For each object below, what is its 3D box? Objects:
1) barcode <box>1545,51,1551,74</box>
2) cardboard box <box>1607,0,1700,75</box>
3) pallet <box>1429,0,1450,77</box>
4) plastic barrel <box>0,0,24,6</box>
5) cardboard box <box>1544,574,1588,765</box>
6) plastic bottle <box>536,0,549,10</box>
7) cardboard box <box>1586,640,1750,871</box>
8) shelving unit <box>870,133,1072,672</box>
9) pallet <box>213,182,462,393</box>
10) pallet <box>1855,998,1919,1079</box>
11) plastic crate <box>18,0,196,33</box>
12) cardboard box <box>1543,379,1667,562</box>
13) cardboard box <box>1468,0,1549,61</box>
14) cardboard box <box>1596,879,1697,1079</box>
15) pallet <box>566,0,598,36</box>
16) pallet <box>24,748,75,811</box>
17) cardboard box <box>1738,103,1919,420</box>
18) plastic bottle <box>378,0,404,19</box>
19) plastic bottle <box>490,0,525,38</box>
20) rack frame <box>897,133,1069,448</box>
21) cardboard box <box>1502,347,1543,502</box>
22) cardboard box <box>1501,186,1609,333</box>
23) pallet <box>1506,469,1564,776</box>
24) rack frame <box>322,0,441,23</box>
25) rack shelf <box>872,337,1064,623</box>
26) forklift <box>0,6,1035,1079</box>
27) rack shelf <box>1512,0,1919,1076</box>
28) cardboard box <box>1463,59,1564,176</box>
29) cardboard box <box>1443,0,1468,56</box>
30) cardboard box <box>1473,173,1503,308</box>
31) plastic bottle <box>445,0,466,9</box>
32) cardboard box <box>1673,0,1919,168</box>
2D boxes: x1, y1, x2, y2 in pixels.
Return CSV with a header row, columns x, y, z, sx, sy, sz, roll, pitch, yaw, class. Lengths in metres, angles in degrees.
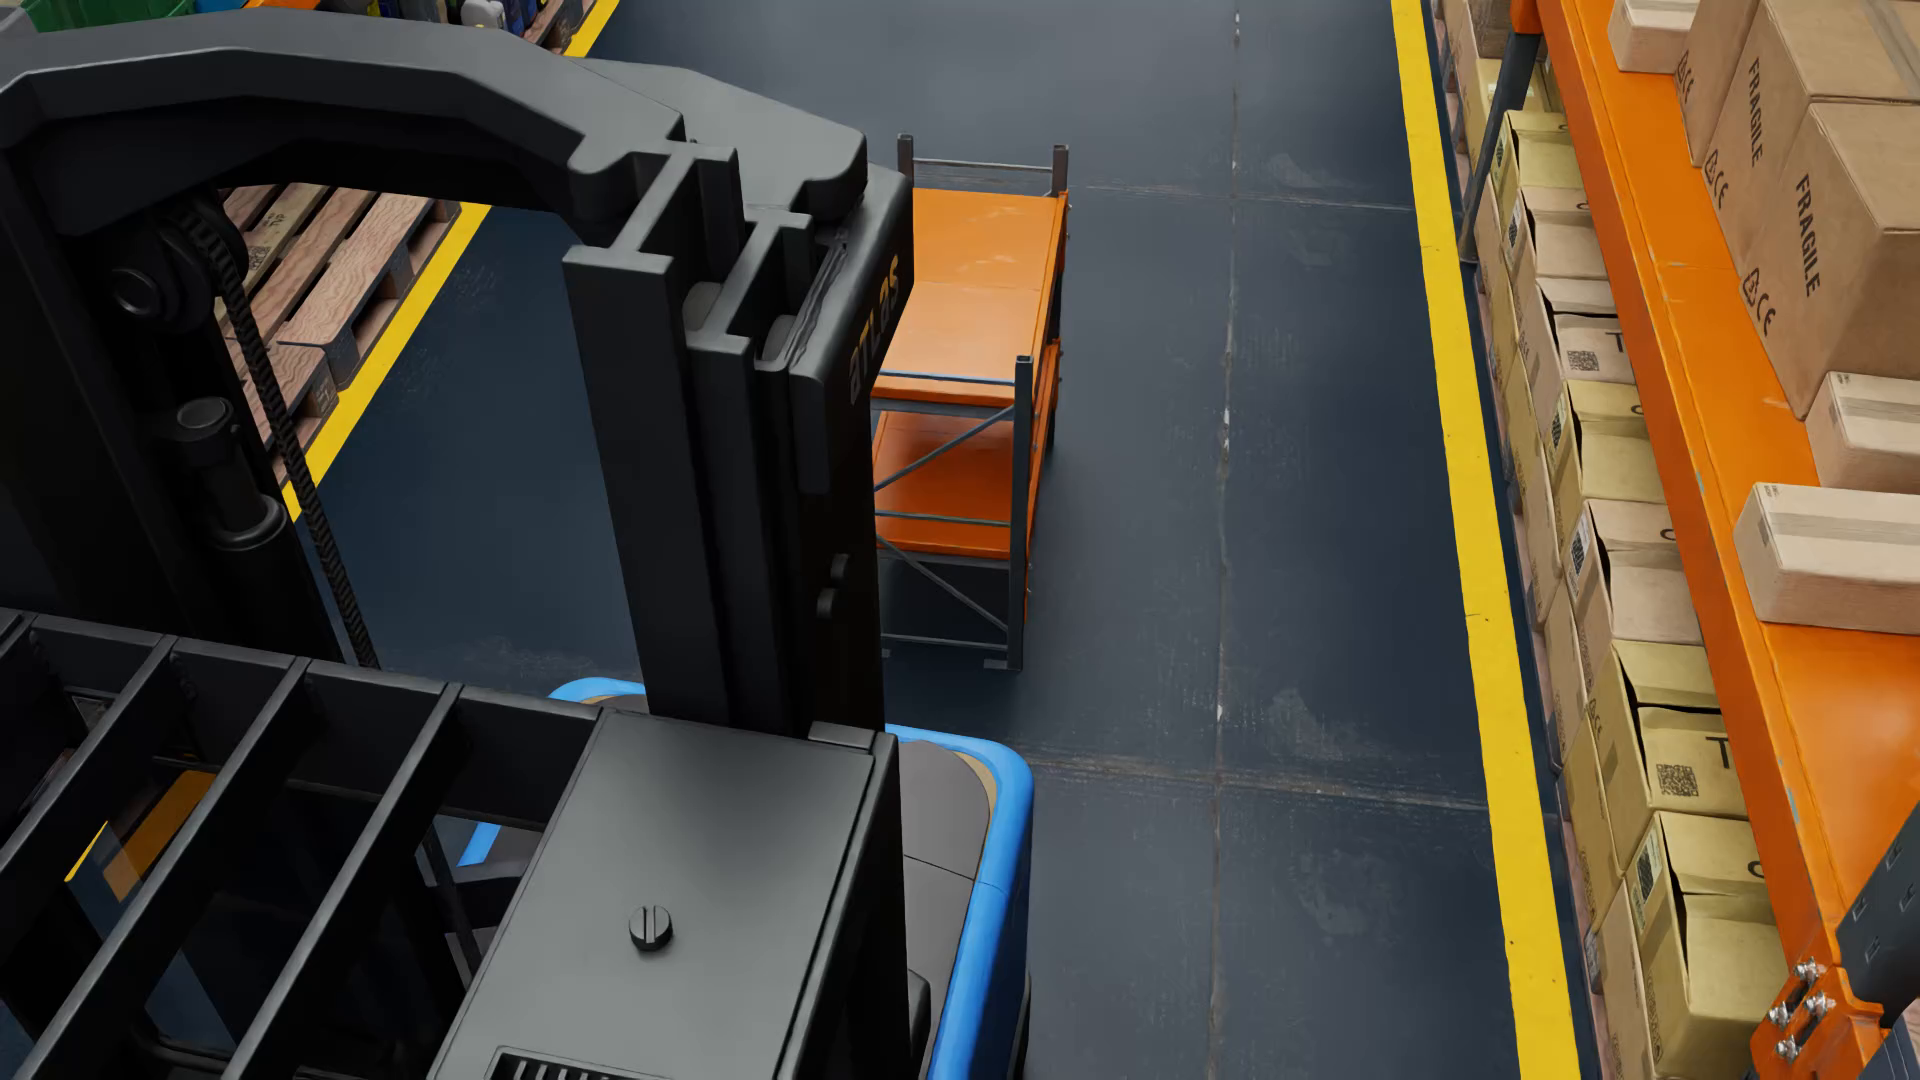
x,y,z,sx,sy,sz,roll,pitch,yaw,class
1.970,-1.607,5.565,0.001,0.075,0.075,5,44,6,barcode
2.097,-1.466,4.799,0.380,0.149,0.250,5,44,6,cardboard box
2.722,-2.502,7.738,1.003,0.211,1.213,5,44,6,pallet
-2.820,-1.657,4.918,0.301,0.262,0.301,0,43,0,plastic barrel
1.850,0.355,4.388,0.500,0.250,0.500,6,44,6,cardboard box
-1.887,-2.518,7.383,0.061,0.283,0.133,7,44,7,plastic bottle
1.775,0.492,3.835,0.500,0.311,0.500,5,44,5,cardboard box
-0.001,-0.404,4.858,0.538,1.125,1.048,5,44,6,shelving unit
-2.558,-1.044,6.199,1.003,0.211,1.213,5,44,6,pallet
1.868,1.122,2.023,1.213,0.211,1.003,5,44,6,pallet
-2.443,-1.305,4.601,0.450,0.188,0.662,5,44,6,plastic crate
1.913,-0.193,4.559,0.500,0.311,0.500,6,44,7,cardboard box
2.339,-2.244,6.587,0.500,0.500,0.500,5,44,6,cardboard box
1.715,1.049,3.655,0.500,0.250,0.500,6,44,7,cardboard box
-2.204,-2.870,8.128,1.003,0.211,1.213,5,44,6,pallet
-2.881,0.619,4.442,1.003,0.211,1.213,5,44,6,pallet
2.093,-0.597,3.626,0.500,0.500,0.500,3,44,3,cardboard box
-2.518,-2.365,7.227,0.152,0.276,0.135,5,44,6,plastic bottle
-1.975,-2.305,7.109,0.144,0.351,0.185,6,44,7,plastic bottle
0.066,-0.750,5.224,0.500,1.125,0.032,5,44,6,rack frame
1.983,-0.342,5.124,0.500,0.250,0.500,4,44,4,cardboard box
2.044,-0.900,5.305,0.500,0.311,0.500,5,44,5,cardboard box
2.199,0.210,4.875,1.003,0.211,1.213,5,44,6,pallet
-2.493,-2.595,5.809,1.000,3.000,0.127,5,44,6,rack frame
-0.001,-0.226,5.026,0.538,0.278,1.000,5,44,6,rack shelf
-0.646,1.044,2.016,1.130,2.935,3.031,8,44,9,forklift
2.152,-0.518,4.138,1.077,0.370,4.000,5,44,6,rack shelf
2.261,-1.632,6.486,0.500,0.250,0.500,5,44,6,cardboard box
2.389,-2.314,7.207,0.500,0.250,0.500,5,44,6,cardboard box
2.118,-1.044,5.865,0.500,0.250,0.500,4,44,5,cardboard box
-2.118,-2.318,7.123,0.144,0.351,0.185,5,44,6,plastic bottle
2.229,-1.297,4.366,0.500,0.500,0.500,8,44,9,cardboard box
